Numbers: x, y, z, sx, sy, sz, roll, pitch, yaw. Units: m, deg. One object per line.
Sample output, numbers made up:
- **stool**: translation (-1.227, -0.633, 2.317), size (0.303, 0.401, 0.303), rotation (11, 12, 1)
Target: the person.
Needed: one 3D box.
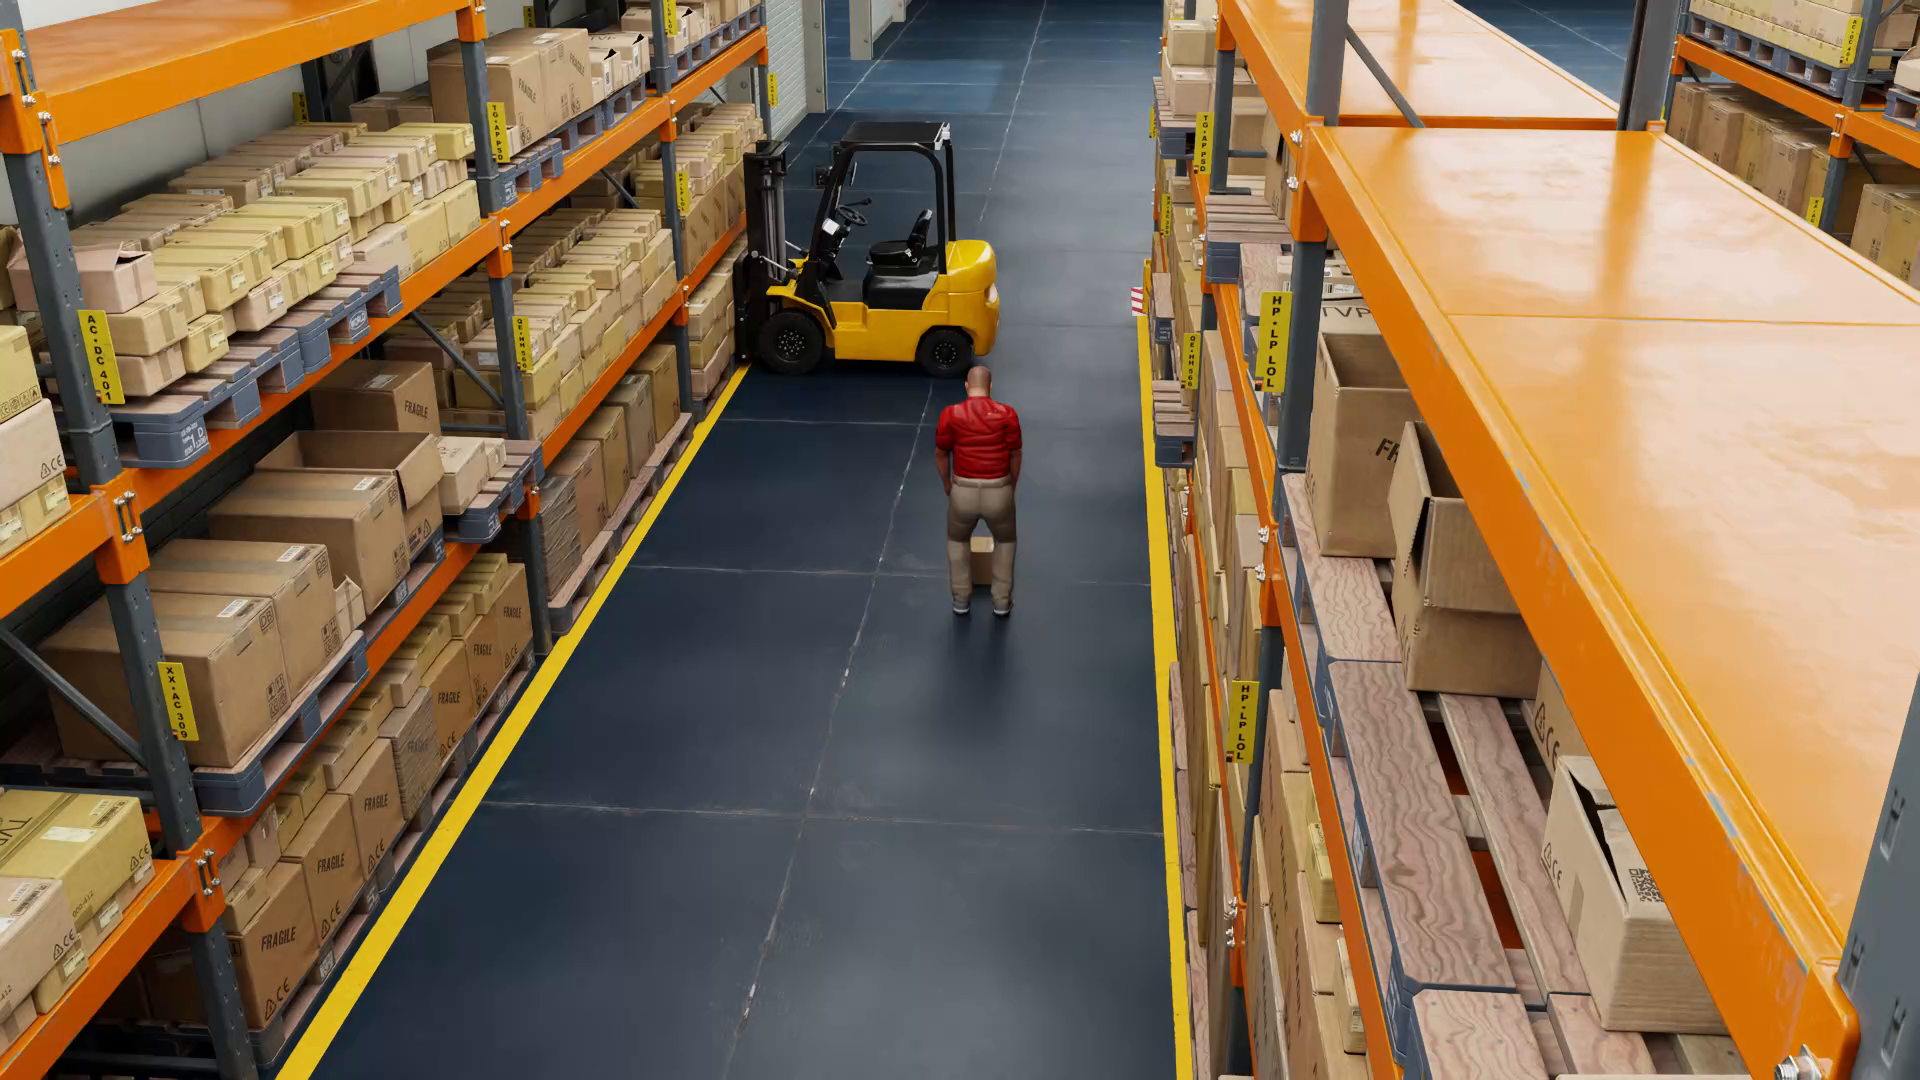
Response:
- **person**: translation (0.117, -0.299, 10.797), size (0.564, 1.654, 0.464), rotation (2, 24, 5)
